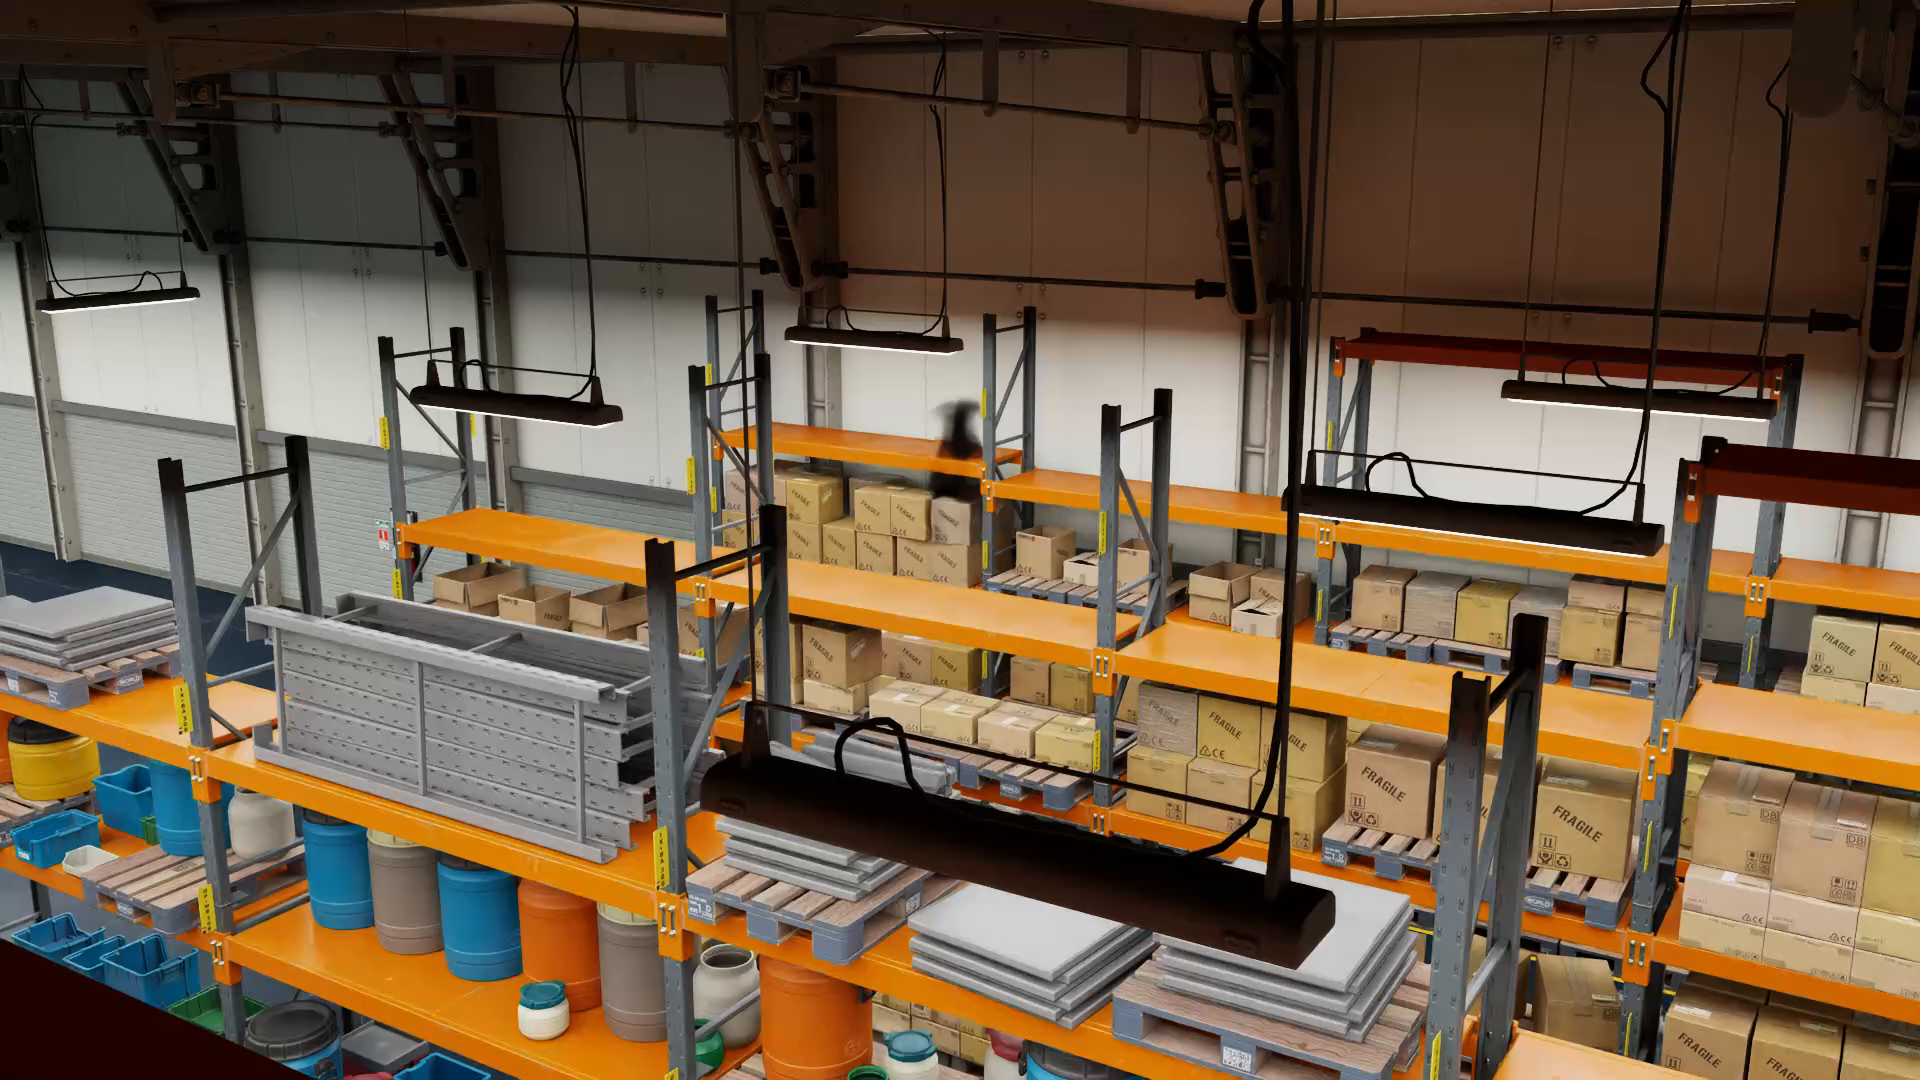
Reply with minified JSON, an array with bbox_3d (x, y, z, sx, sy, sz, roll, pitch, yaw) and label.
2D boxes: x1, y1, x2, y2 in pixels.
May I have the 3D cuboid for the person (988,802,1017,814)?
[{"bbox_3d":[0.389,3.305,16.225,0.725,1.798,0.621,7,15,26],"label":"person"}]

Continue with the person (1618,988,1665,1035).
[{"bbox_3d":[5.446,4.070,13.344,0.861,1.609,0.530,9,16,31],"label":"person"}]

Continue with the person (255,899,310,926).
[{"bbox_3d":[-6.902,3.223,16.700,0.765,1.711,0.704,-3,14,-11],"label":"person"}]
